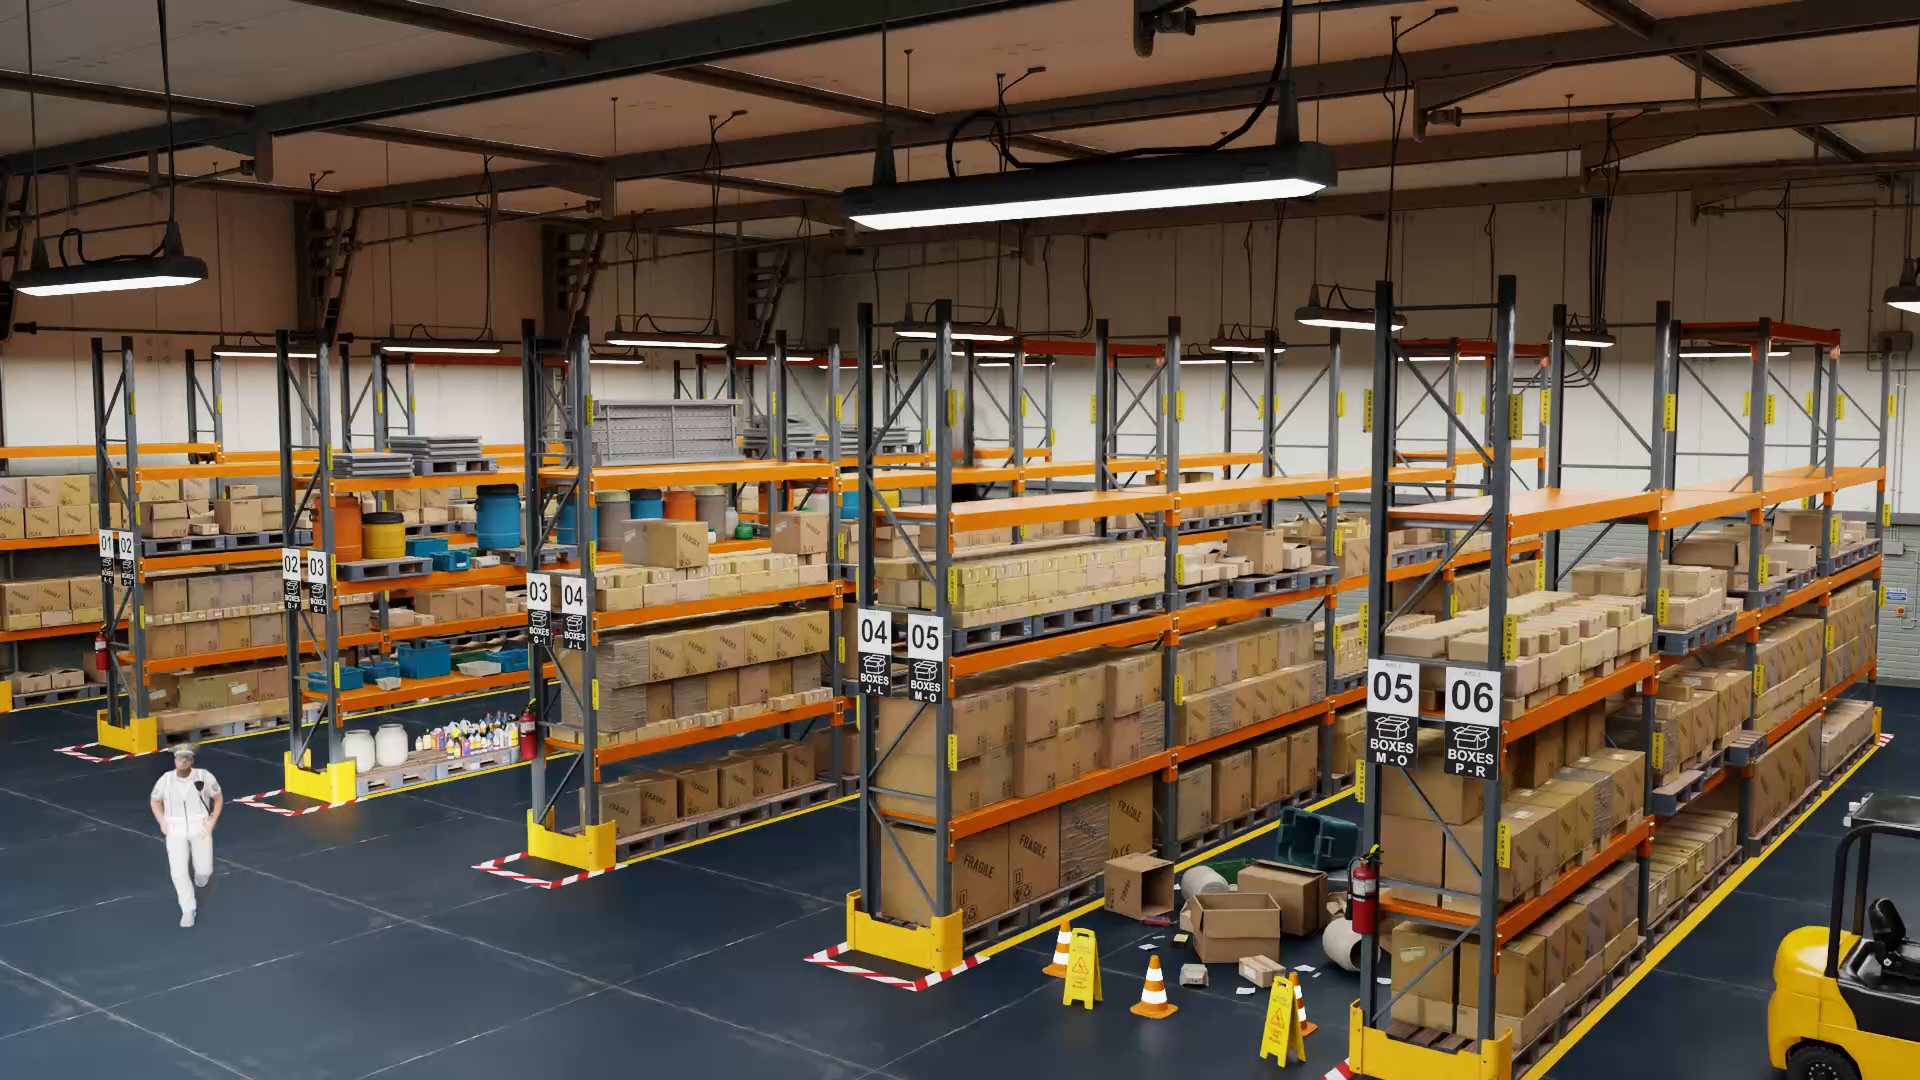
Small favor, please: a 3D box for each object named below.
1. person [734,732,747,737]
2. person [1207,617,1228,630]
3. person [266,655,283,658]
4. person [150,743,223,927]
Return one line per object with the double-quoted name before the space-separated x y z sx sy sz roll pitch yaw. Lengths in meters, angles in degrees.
"person" -3.052 1.953 24.015 0.562 1.671 0.855 2 5 23
"person" 3.858 1.884 24.589 0.699 1.728 0.758 3 6 27
"person" -11.566 1.900 28.107 0.549 1.714 0.742 4 6 37
"person" -7.679 2.881 16.542 0.660 1.767 0.882 -2 6 -26
